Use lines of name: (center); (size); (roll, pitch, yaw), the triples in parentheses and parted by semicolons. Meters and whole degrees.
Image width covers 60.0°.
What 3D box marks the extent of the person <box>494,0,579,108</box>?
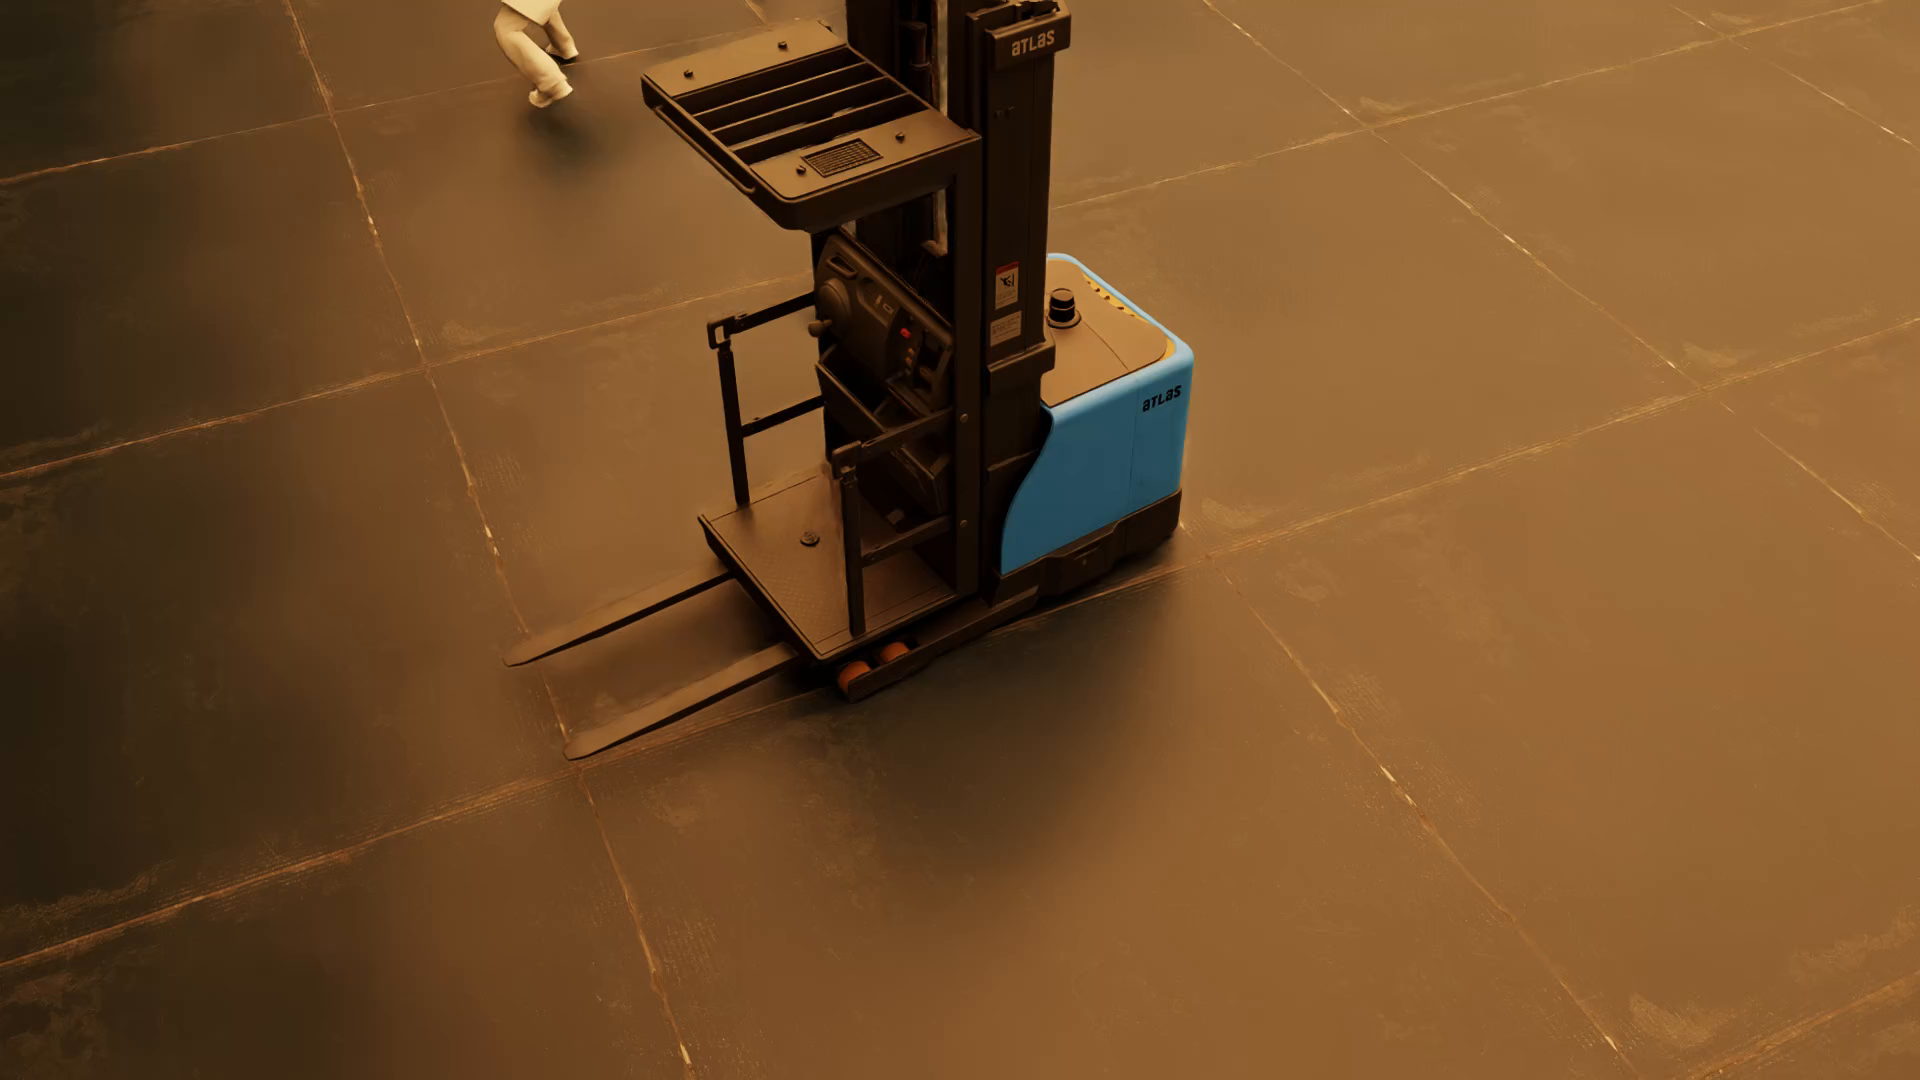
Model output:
person: (-2.657, -3.666, 10.628); (0.569, 1.674, 1.223); (6, 43, 6)

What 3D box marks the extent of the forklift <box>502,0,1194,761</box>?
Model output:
forklift: (-0.483, -0.805, 6.543); (3.031, 2.935, 1.130); (-25, 48, -24)
